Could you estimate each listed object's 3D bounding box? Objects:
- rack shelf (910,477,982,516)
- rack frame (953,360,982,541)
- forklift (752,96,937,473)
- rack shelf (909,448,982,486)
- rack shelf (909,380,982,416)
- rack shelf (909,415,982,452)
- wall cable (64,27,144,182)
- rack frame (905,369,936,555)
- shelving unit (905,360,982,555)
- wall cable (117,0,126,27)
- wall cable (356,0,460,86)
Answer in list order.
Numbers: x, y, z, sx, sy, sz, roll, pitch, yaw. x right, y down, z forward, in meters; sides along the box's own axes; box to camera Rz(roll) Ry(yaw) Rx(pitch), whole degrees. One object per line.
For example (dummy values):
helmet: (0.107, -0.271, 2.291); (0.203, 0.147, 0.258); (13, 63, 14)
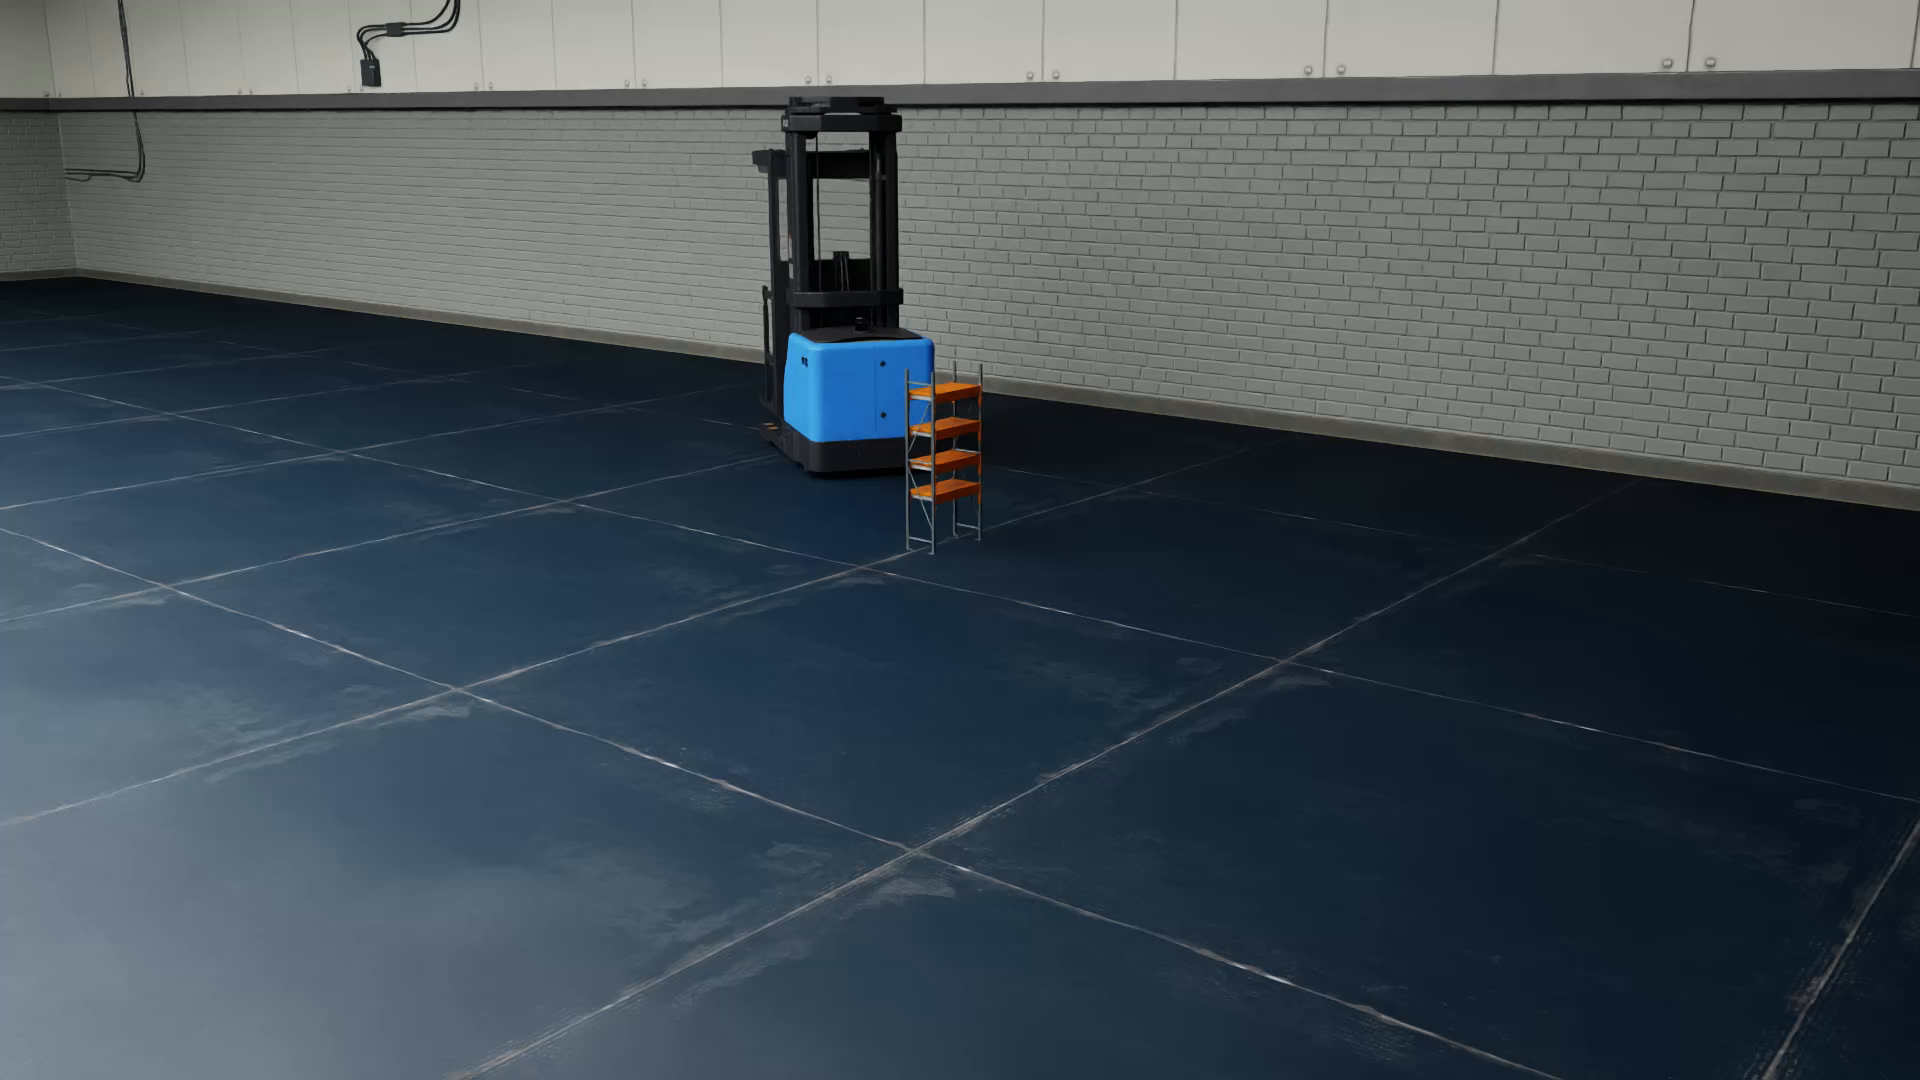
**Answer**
rack shelf: (-0.104, -0.292, 11.043); (0.258, 0.148, 0.480); (11, 18, 38)
rack frame: (0.049, -0.597, 11.161); (0.240, 1.200, 0.015); (11, 18, 38)
forklift: (-1.130, -2.270, 14.233); (1.130, 2.935, 3.031); (-5, 15, -18)
rack shelf: (-0.104, -0.485, 10.994); (0.258, 0.148, 0.480); (11, 18, 38)
rack shelf: (-0.104, -0.931, 10.880); (0.258, 0.148, 0.480); (11, 18, 38)
rack shelf: (-0.104, -0.701, 10.939); (0.258, 0.148, 0.480); (11, 18, 38)
wall cable: (-14.779, -7.381, 28.333); (3.097, 2.526, 0.112); (11, 18, 38)
rack frame: (-0.257, -0.503, 10.793); (0.240, 1.200, 0.015); (11, 18, 38)
shelving unit: (-0.104, -0.550, 10.977); (0.258, 1.200, 0.503); (11, 18, 38)
wall cable: (-12.675, -9.410, 26.063); (3.097, 2.526, 0.112); (11, 18, 38)
wall cable: (-7.405, -9.062, 21.737); (2.305, 6.003, 0.169); (11, 18, 38)
